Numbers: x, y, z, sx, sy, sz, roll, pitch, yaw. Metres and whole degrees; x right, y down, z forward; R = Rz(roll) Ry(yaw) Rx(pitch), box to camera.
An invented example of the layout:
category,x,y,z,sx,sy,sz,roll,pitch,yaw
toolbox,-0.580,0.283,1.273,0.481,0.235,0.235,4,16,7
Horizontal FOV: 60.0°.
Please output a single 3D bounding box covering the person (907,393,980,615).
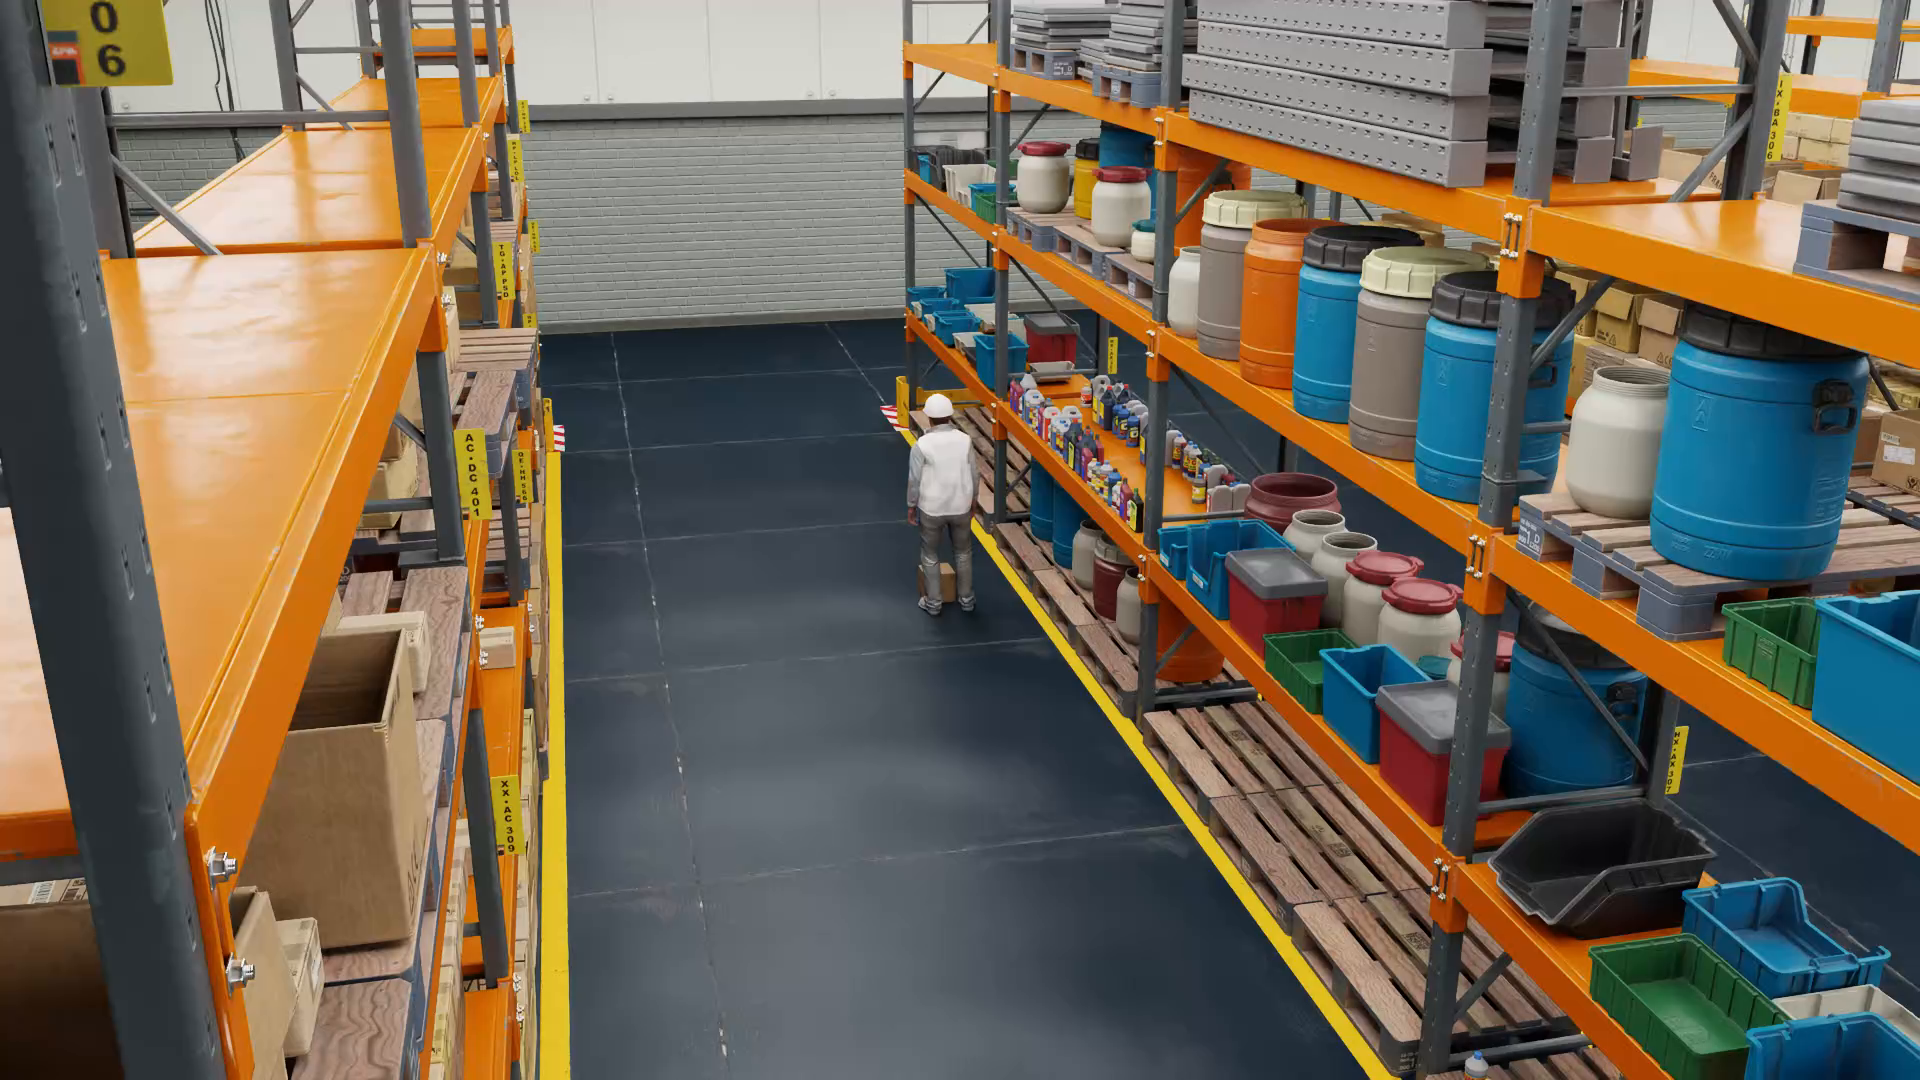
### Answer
category,x,y,z,sx,sy,sz,roll,pitch,yaw
person,-0.130,-0.277,13.128,0.593,1.770,0.456,-6,20,-15
